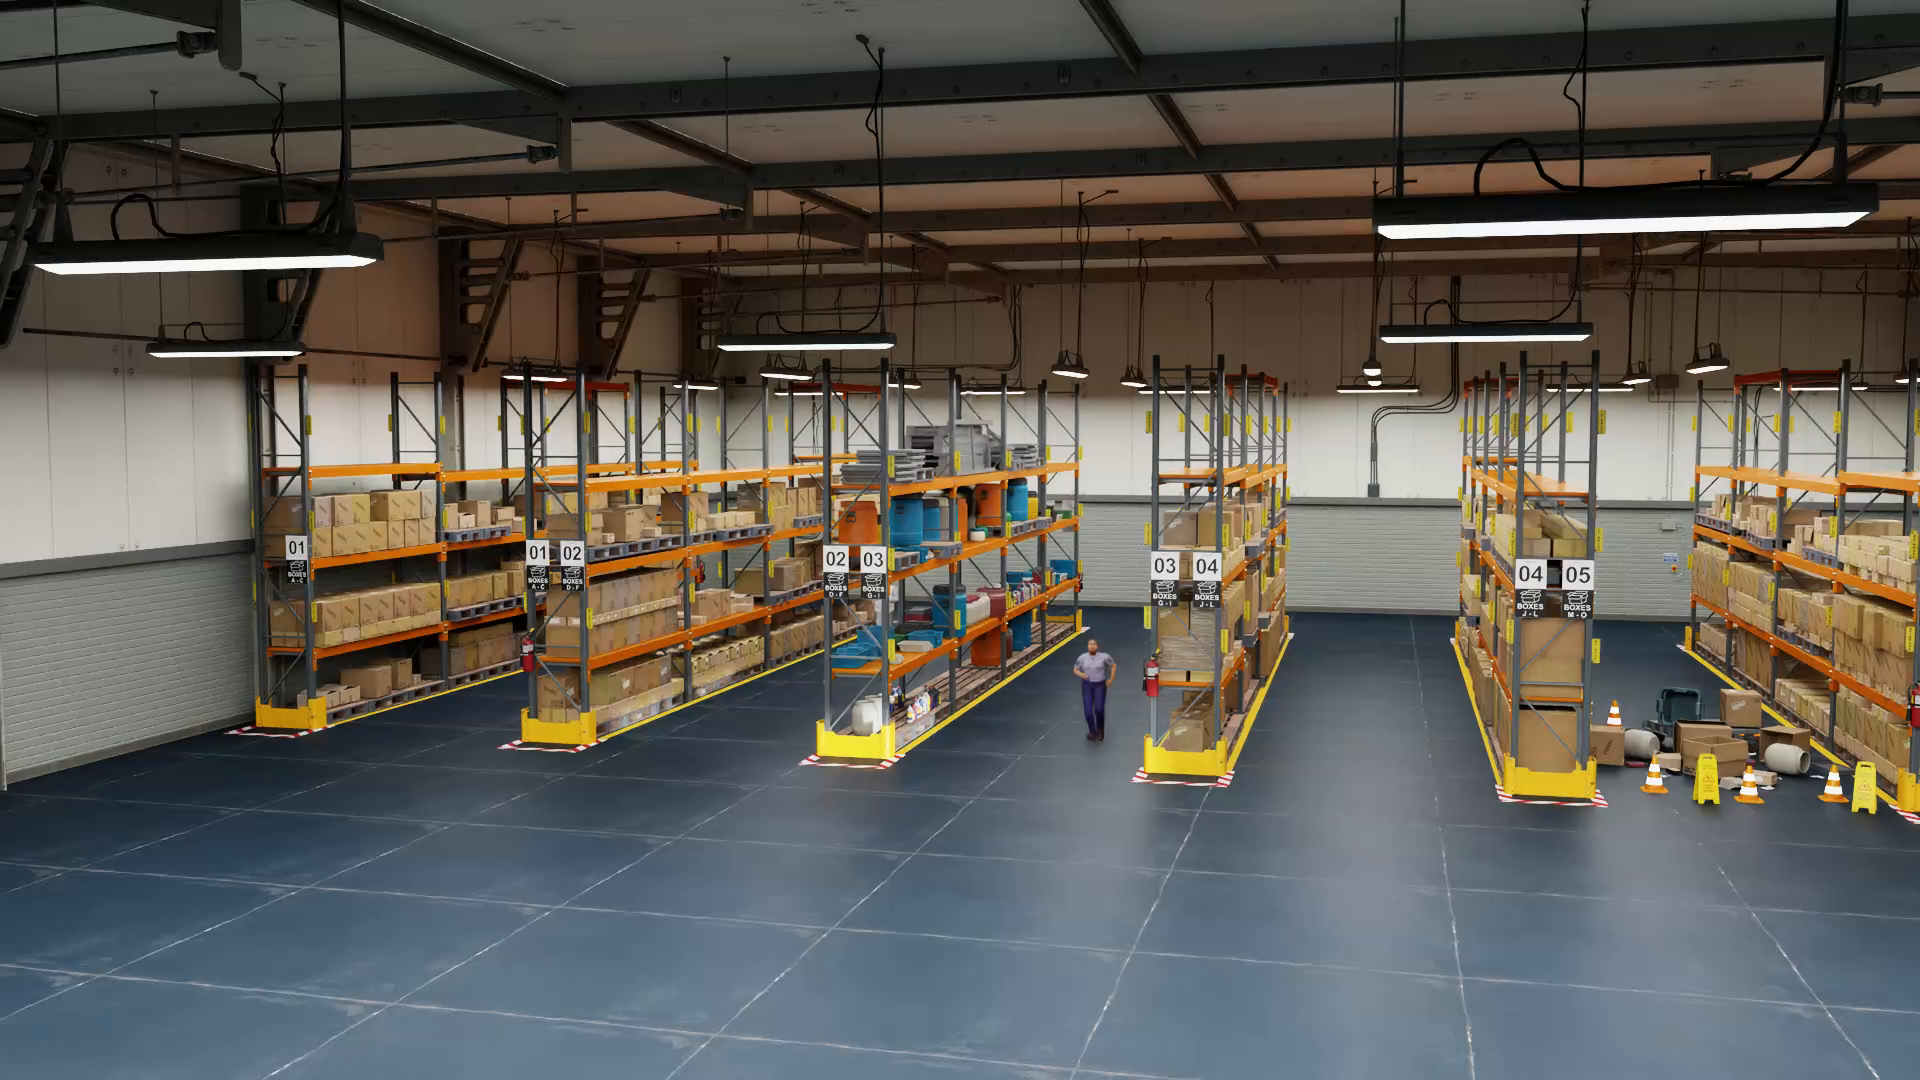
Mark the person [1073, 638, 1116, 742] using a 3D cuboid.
[{"bbox_3d":[2.114,2.382,26.303,0.667,1.621,0.604,1,4,12],"label":"person"}]

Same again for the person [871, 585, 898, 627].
[{"bbox_3d":[-1.658,1.591,36.472,0.635,1.817,0.836,0,4,7],"label":"person"}]
